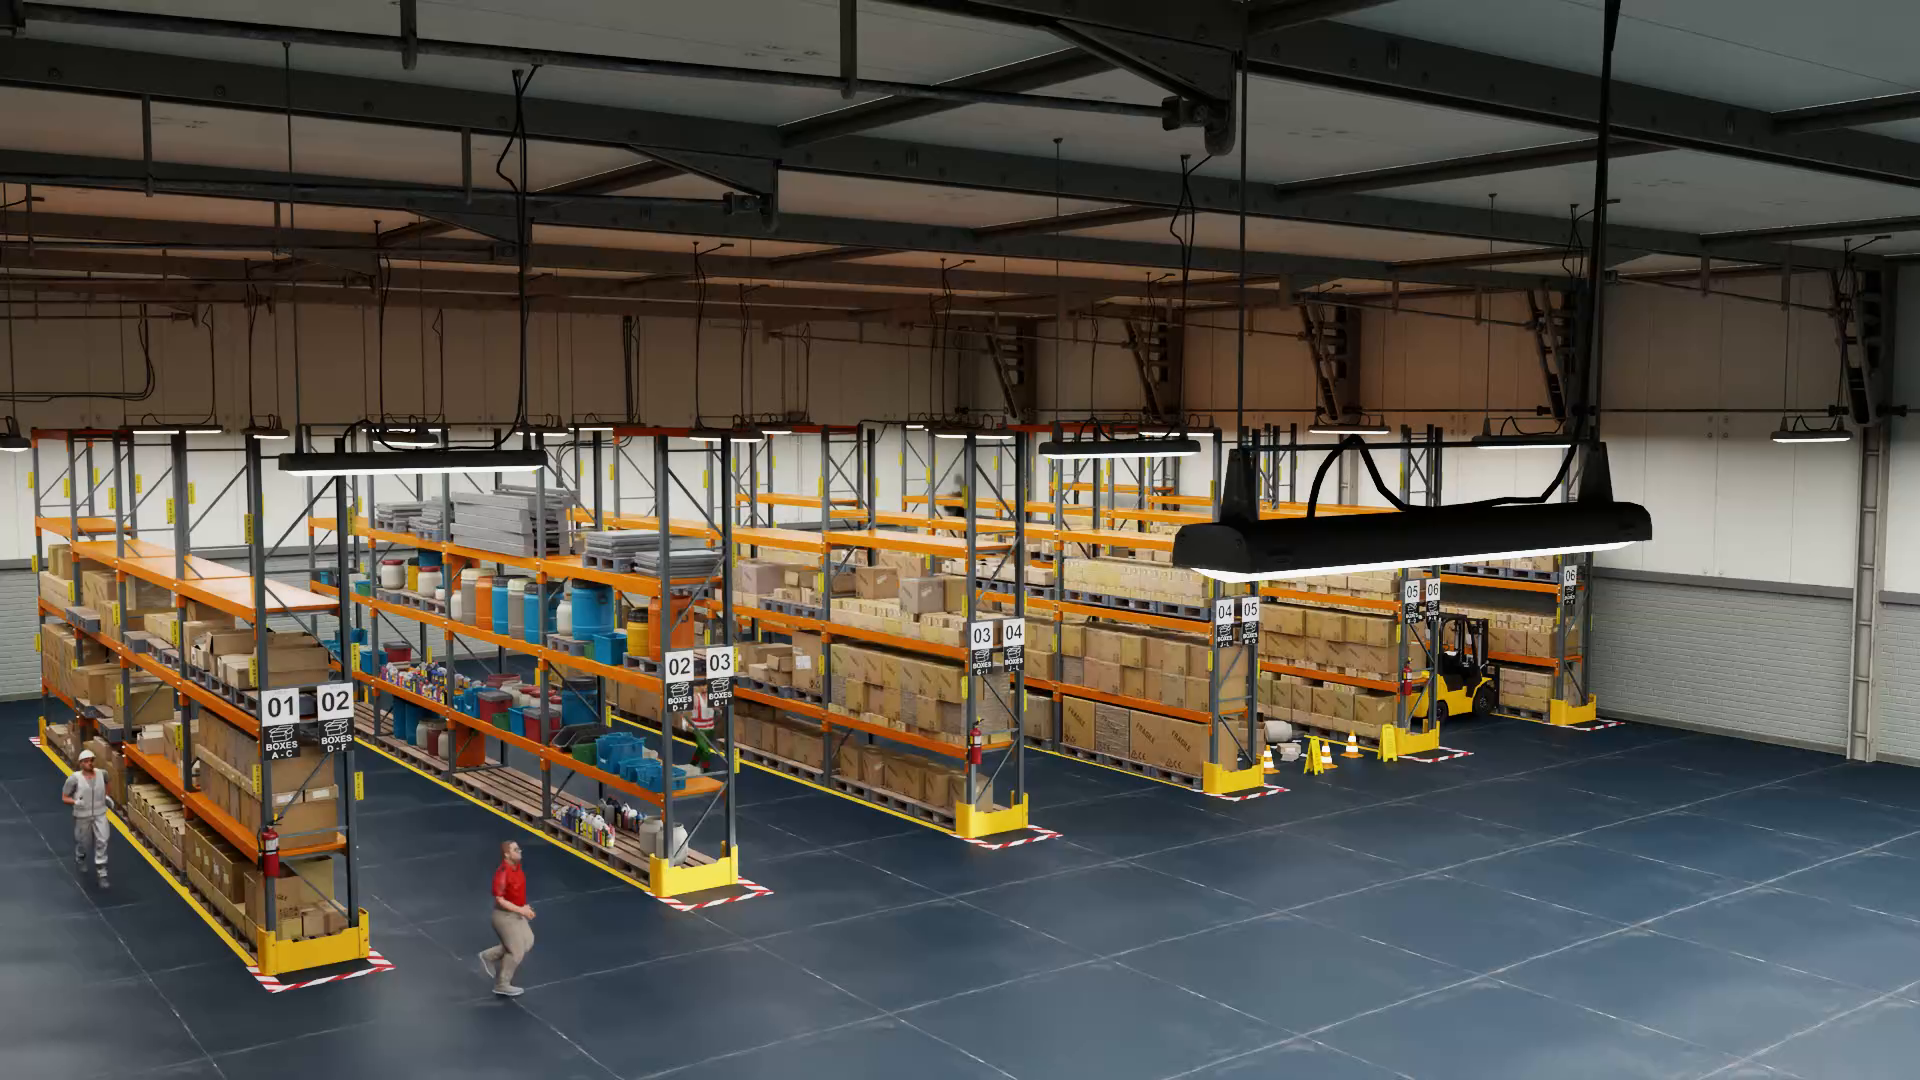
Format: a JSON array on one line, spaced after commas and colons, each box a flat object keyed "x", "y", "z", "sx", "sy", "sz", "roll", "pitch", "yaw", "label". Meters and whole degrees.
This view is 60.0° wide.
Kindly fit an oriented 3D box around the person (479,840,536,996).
[{"x": -4.890, "y": 4.080, "z": 18.024, "sx": 0.651, "sy": 1.689, "sz": 0.677, "roll": 0, "pitch": 4, "yaw": -1, "label": "person"}]

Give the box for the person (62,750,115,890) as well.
[{"x": -11.582, "y": 3.683, "z": 22.128, "sx": 0.653, "sy": 1.799, "sz": 0.987, "roll": -4, "pitch": 6, "yaw": -41, "label": "person"}]

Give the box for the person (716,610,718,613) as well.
[{"x": -6.079, "y": 2.334, "z": 40.782, "sx": 0.613, "sy": 1.651, "sz": 0.792, "roll": 4, "pitch": 6, "yaw": 44, "label": "person"}]

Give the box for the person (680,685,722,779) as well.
[{"x": -4.351, "y": 3.208, "z": 28.061, "sx": 0.936, "sy": 1.815, "sz": 0.655, "roll": 4, "pitch": 6, "yaw": 43, "label": "person"}]
